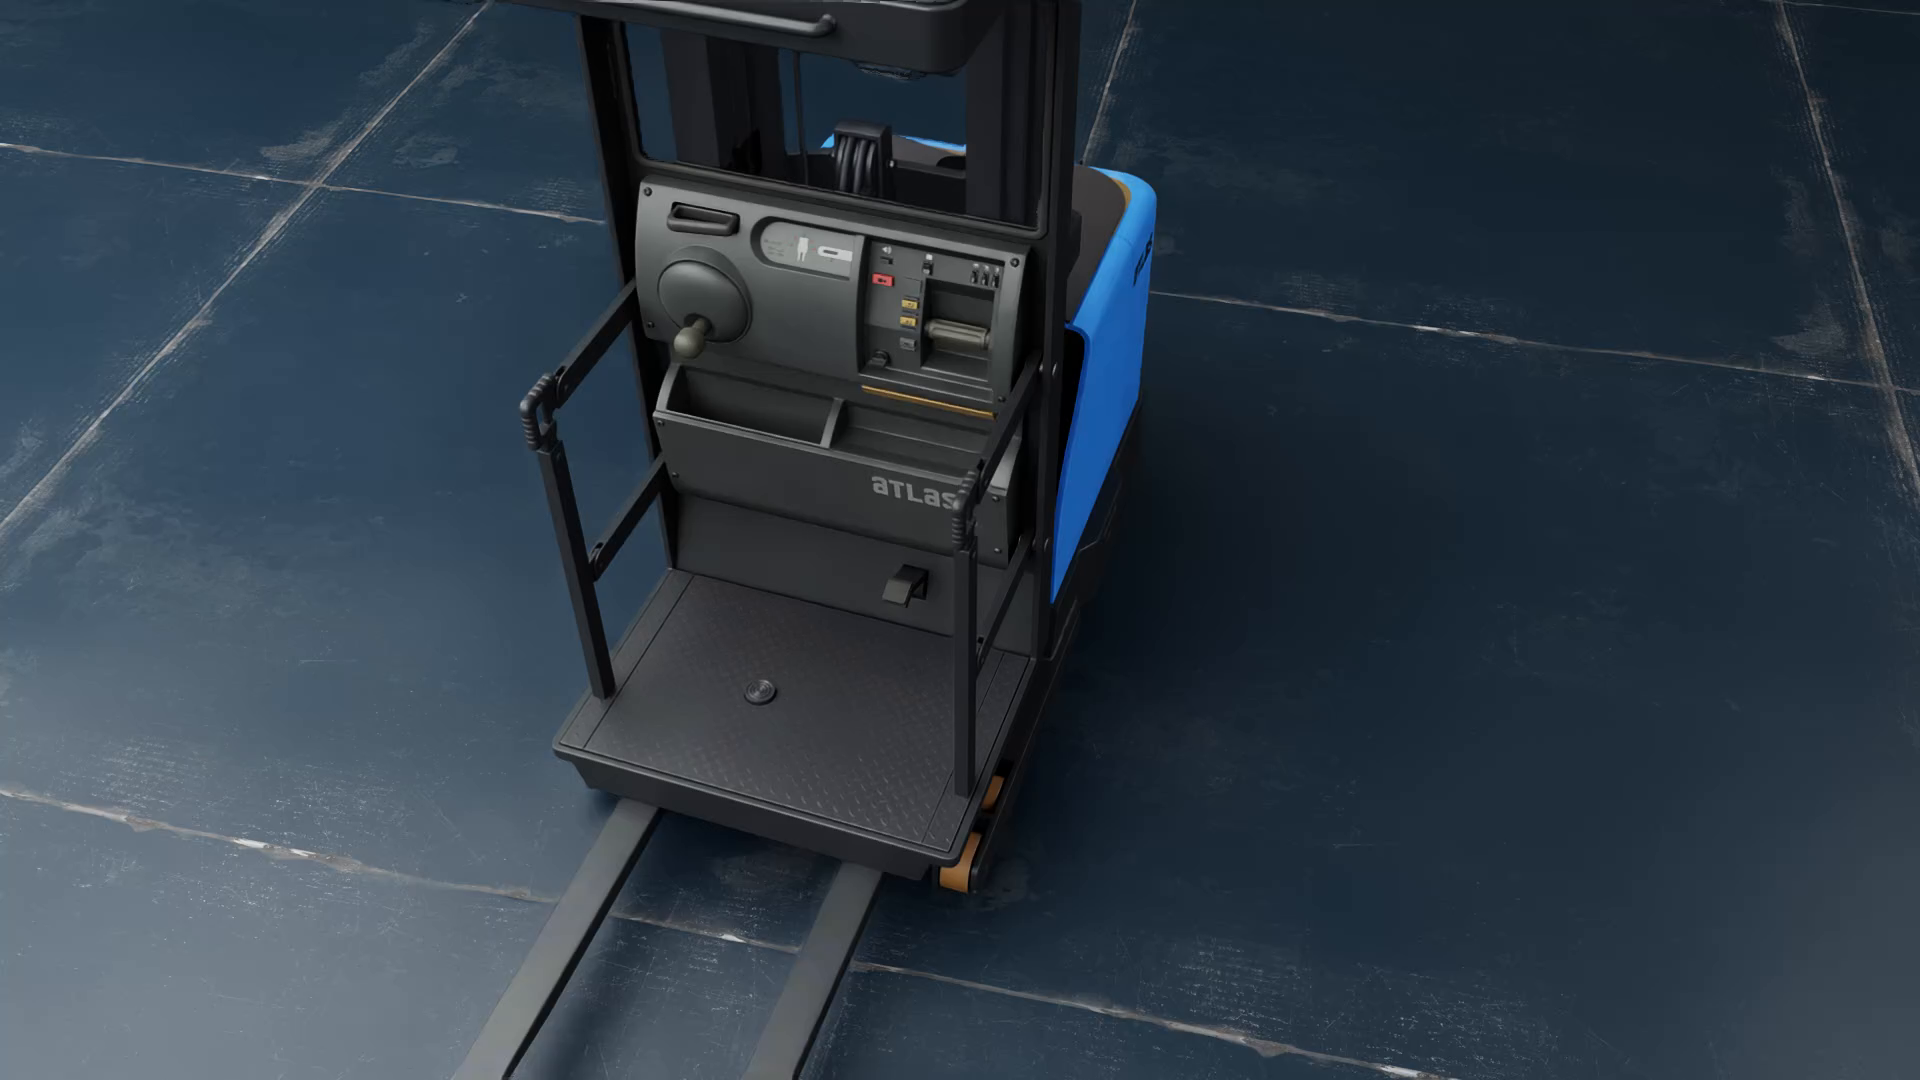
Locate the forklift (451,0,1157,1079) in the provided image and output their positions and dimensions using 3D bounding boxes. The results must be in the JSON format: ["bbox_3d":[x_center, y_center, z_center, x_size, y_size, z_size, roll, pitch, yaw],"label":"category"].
[{"bbox_3d":[-0.372,-0.469,3.624,1.130,2.935,3.031,13,45,13],"label":"forklift"}]

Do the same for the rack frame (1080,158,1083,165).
[{"bbox_3d":[0.344,-0.788,5.419,0.006,0.900,0.240,13,45,13],"label":"rack frame"}]

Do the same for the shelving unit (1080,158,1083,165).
[{"bbox_3d":[0.247,-0.810,5.442,0.210,0.900,0.258,13,45,13],"label":"shelving unit"}]
